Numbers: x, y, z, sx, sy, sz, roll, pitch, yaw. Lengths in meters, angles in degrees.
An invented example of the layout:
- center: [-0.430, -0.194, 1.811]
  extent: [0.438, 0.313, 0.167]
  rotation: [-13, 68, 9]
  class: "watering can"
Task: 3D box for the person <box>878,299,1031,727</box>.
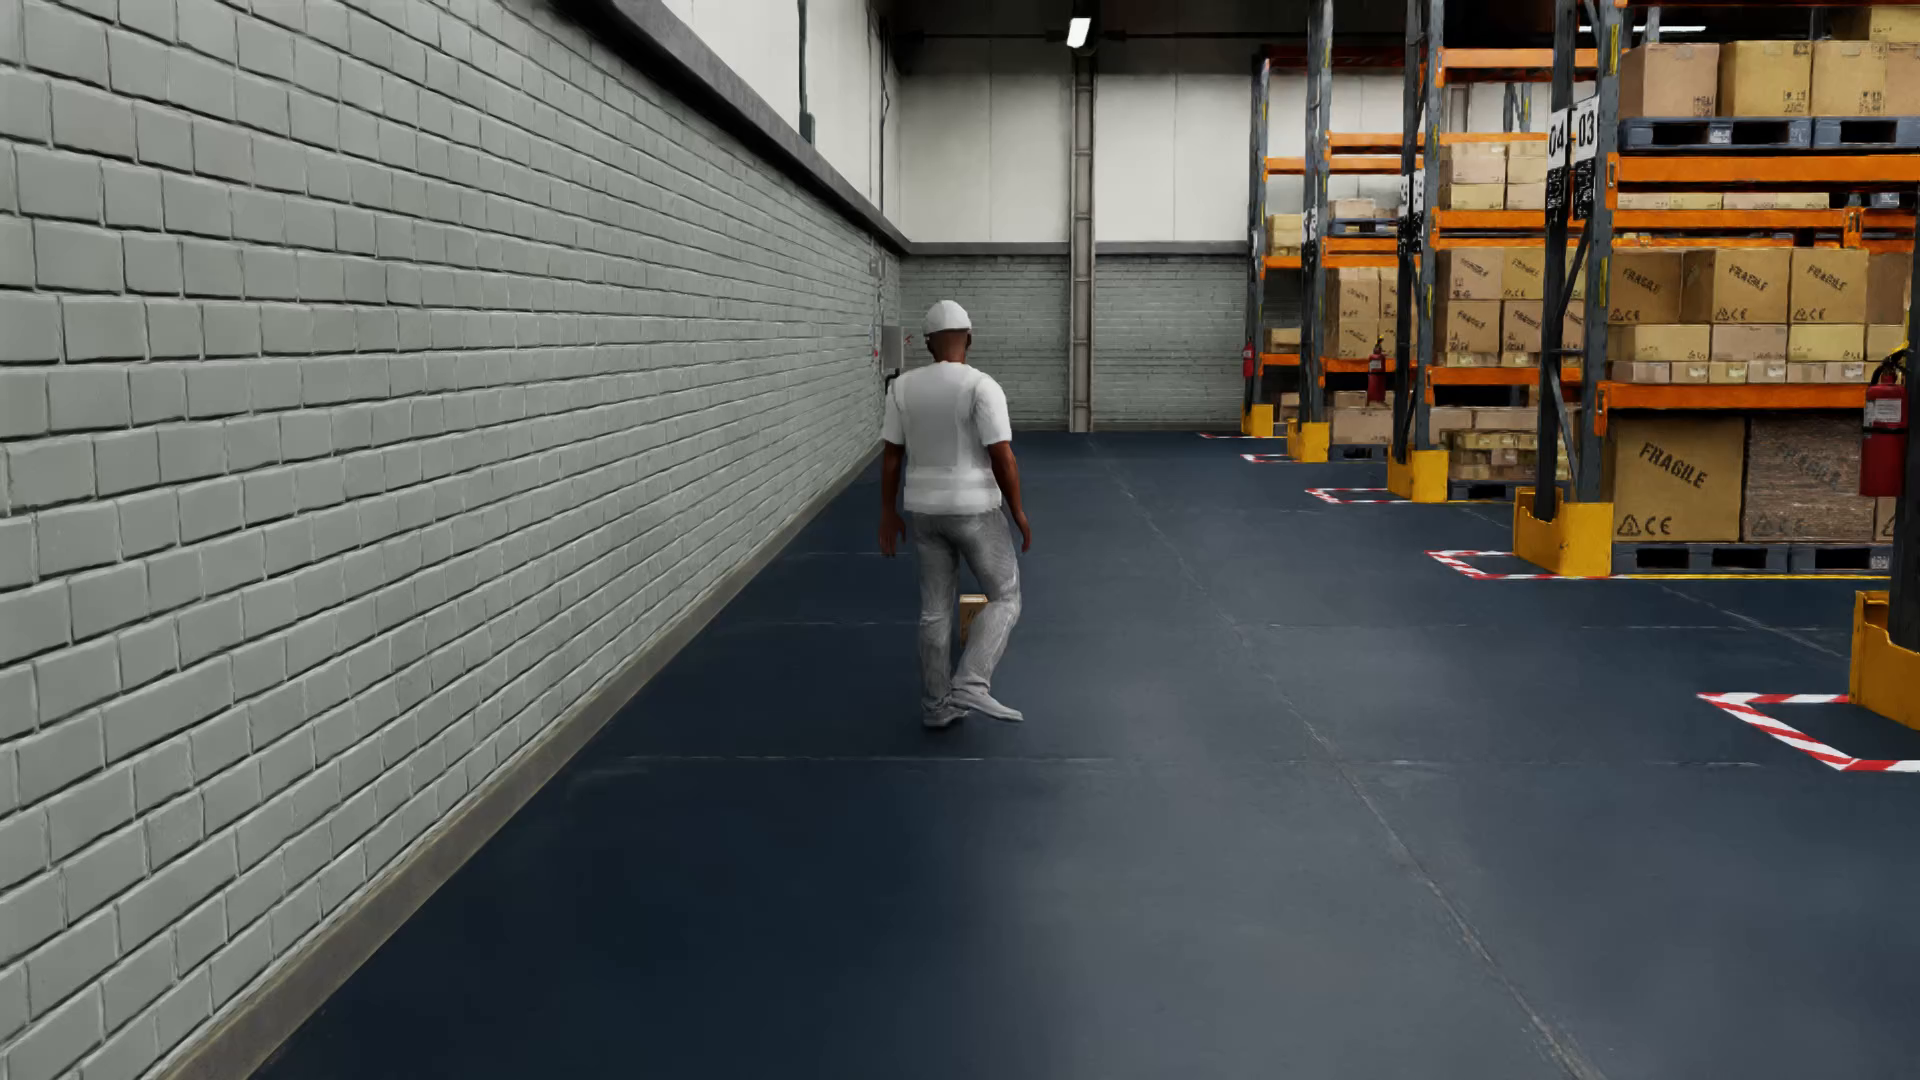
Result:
- center: [-0.011, -0.105, 6.861]
  extent: [0.730, 1.762, 0.452]
  rotation: [5, 8, 32]
  class: "person"
